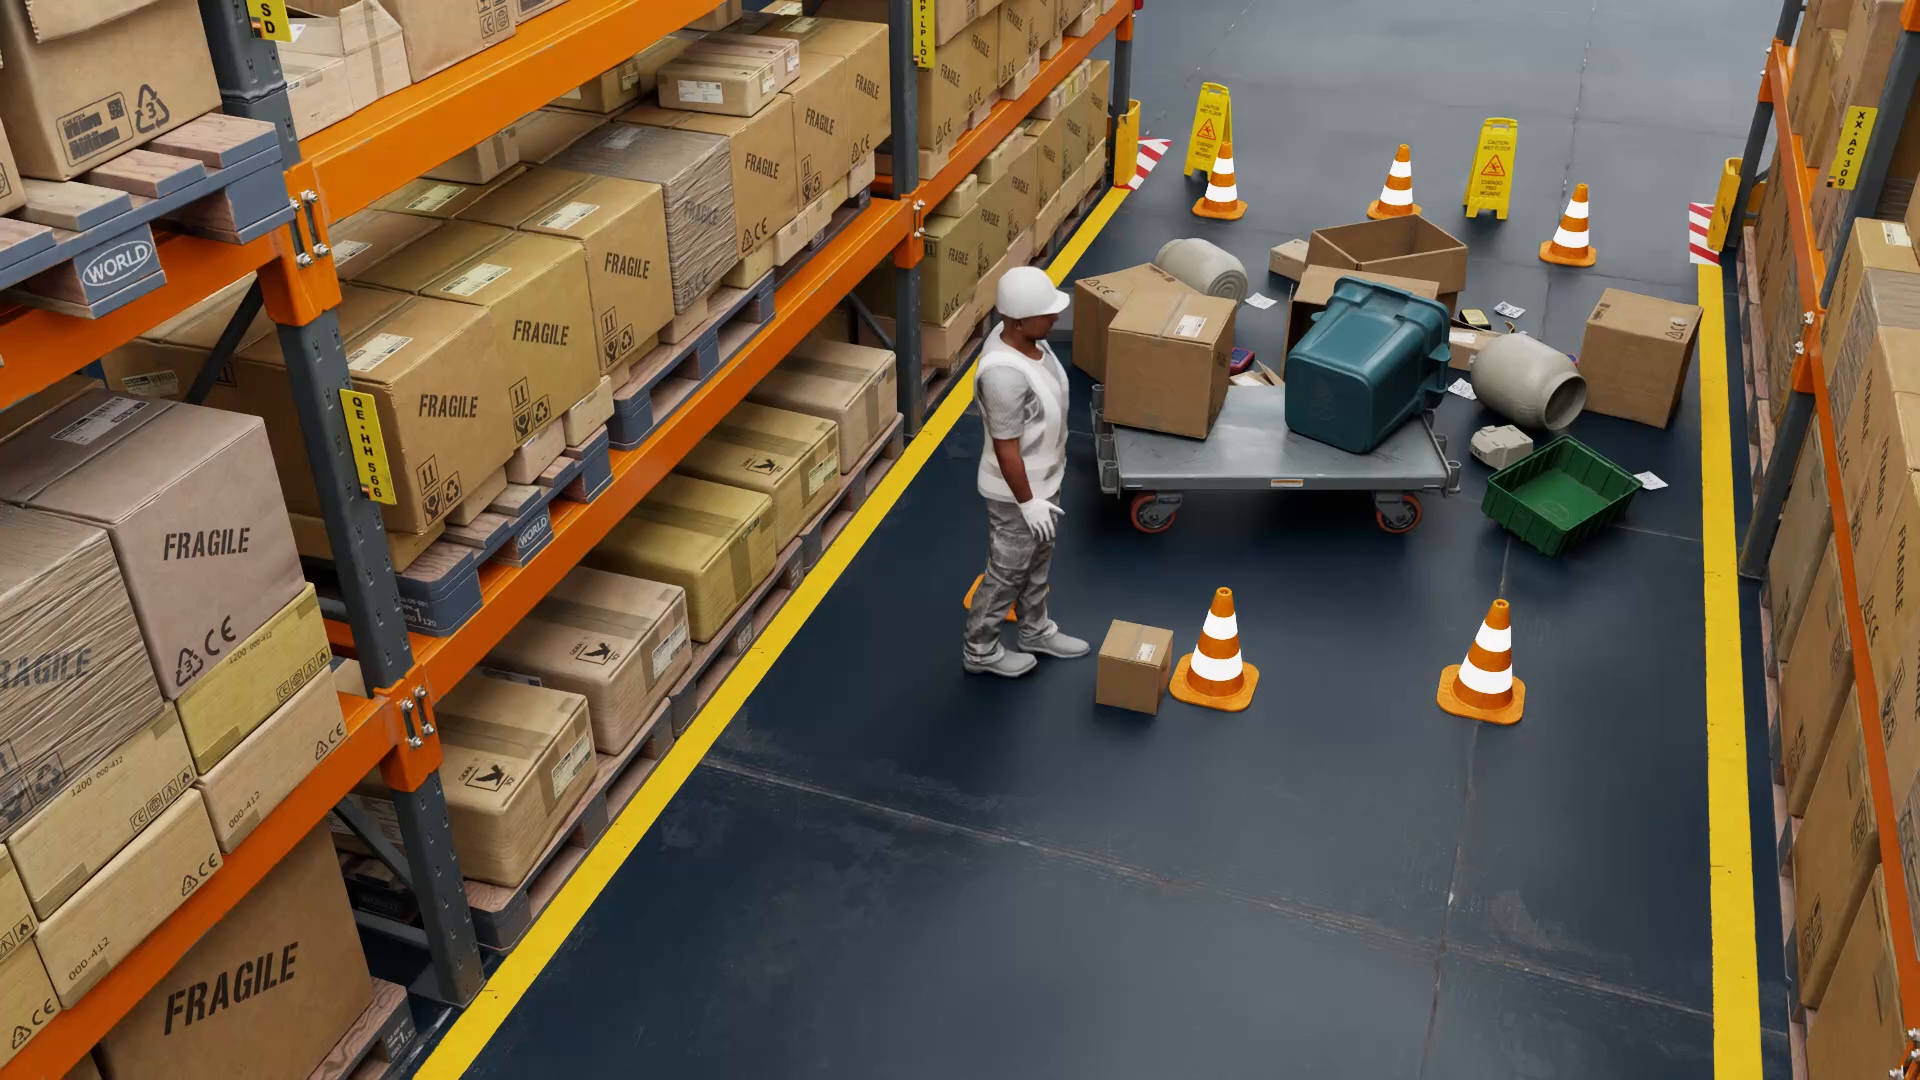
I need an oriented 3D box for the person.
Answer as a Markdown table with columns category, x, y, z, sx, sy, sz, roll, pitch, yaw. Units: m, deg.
| category | x | y | z | sx | sy | sz | roll | pitch | yaw |
| --- | --- | --- | --- | --- | --- | --- | --- | --- | --- |
| person | 0.277 | -0.232 | 6.467 | 0.506 | 1.800 | 0.570 | 6 | 33 | 9 |
